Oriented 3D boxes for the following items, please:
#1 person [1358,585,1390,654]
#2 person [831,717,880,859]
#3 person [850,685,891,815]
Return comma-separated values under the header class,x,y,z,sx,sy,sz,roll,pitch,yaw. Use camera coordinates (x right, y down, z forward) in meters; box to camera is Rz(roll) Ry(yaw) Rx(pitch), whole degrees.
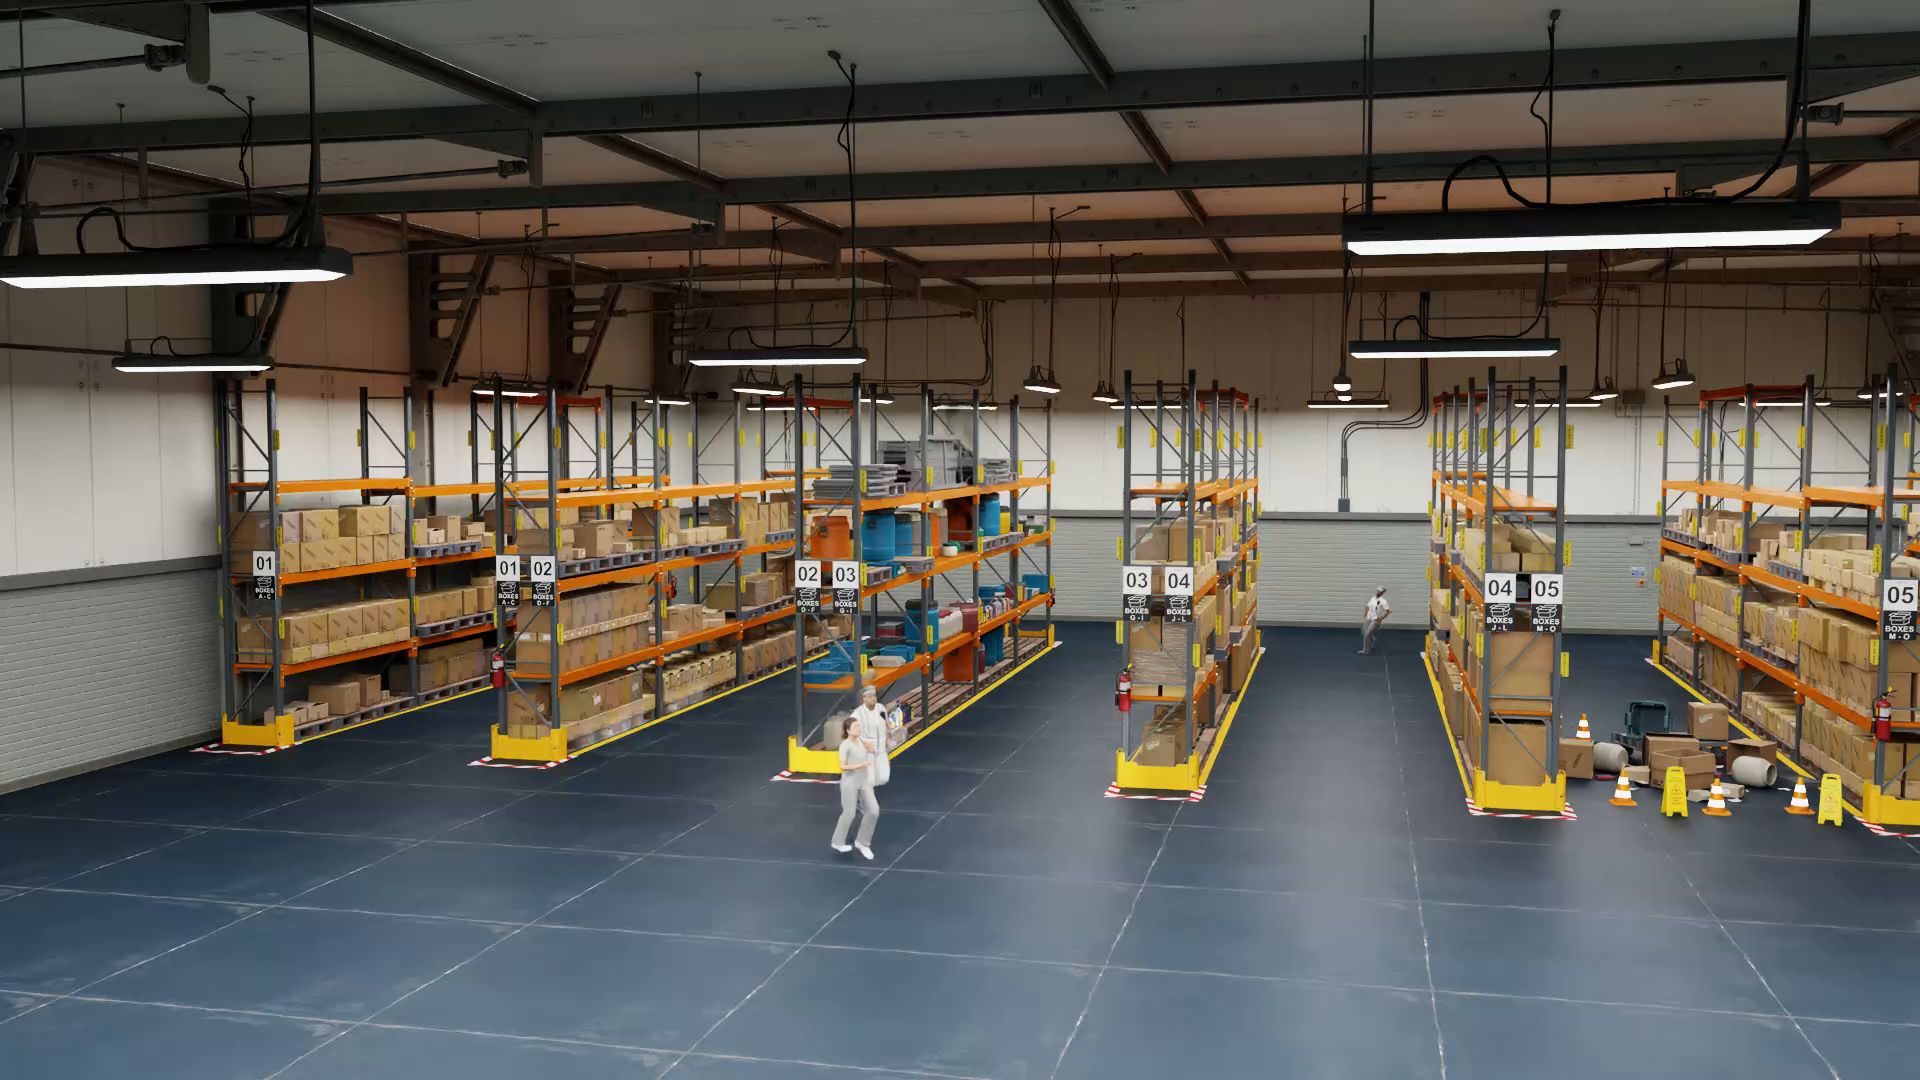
class,x,y,z,sx,sy,sz,roll,pitch,yaw
person,9.666,1.861,38.783,0.591,1.609,0.649,-2,4,-32
person,-1.258,2.972,19.938,0.691,1.705,0.544,3,4,39
person,-1.196,2.803,22.319,0.671,1.744,0.645,-2,4,-35
